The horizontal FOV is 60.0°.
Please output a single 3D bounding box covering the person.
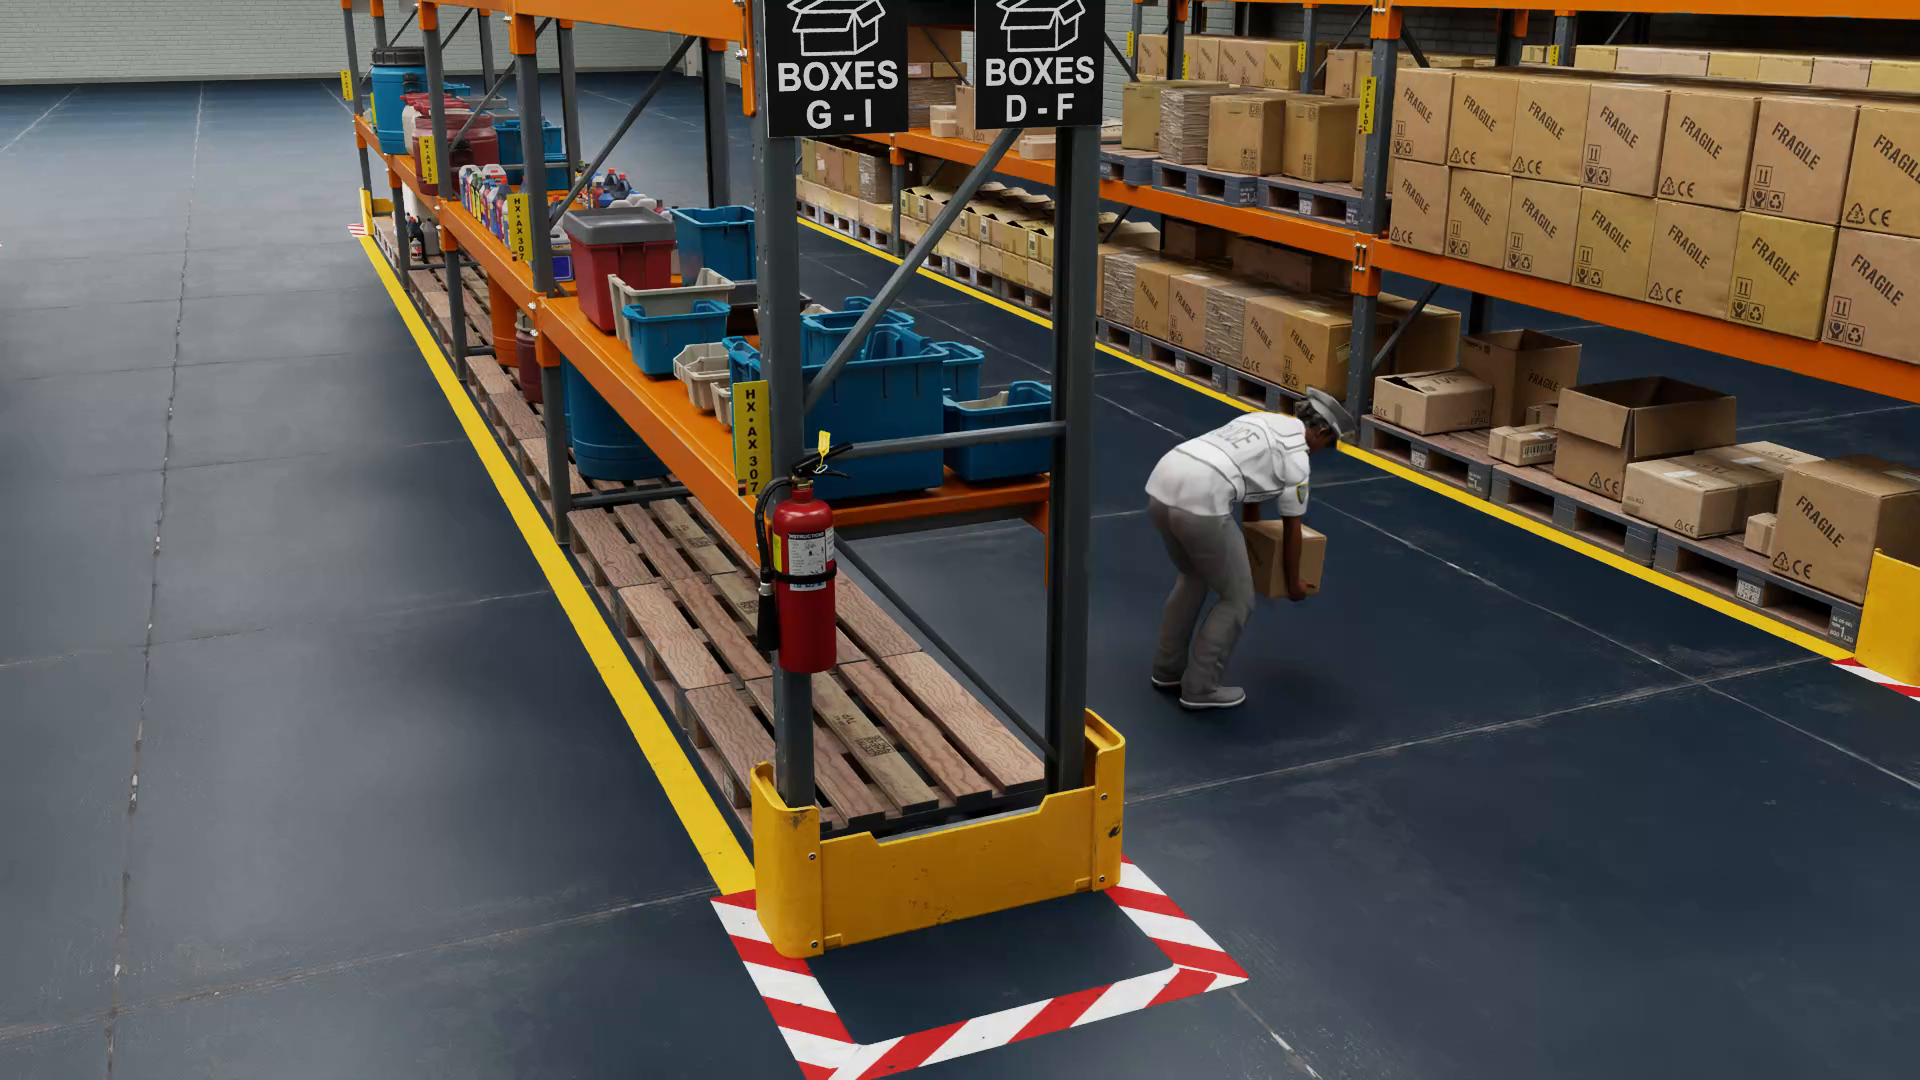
[{"bbox_3d":[1.185,0.020,6.768,0.920,1.238,0.417,-8,21,-23],"label":"person"}]
